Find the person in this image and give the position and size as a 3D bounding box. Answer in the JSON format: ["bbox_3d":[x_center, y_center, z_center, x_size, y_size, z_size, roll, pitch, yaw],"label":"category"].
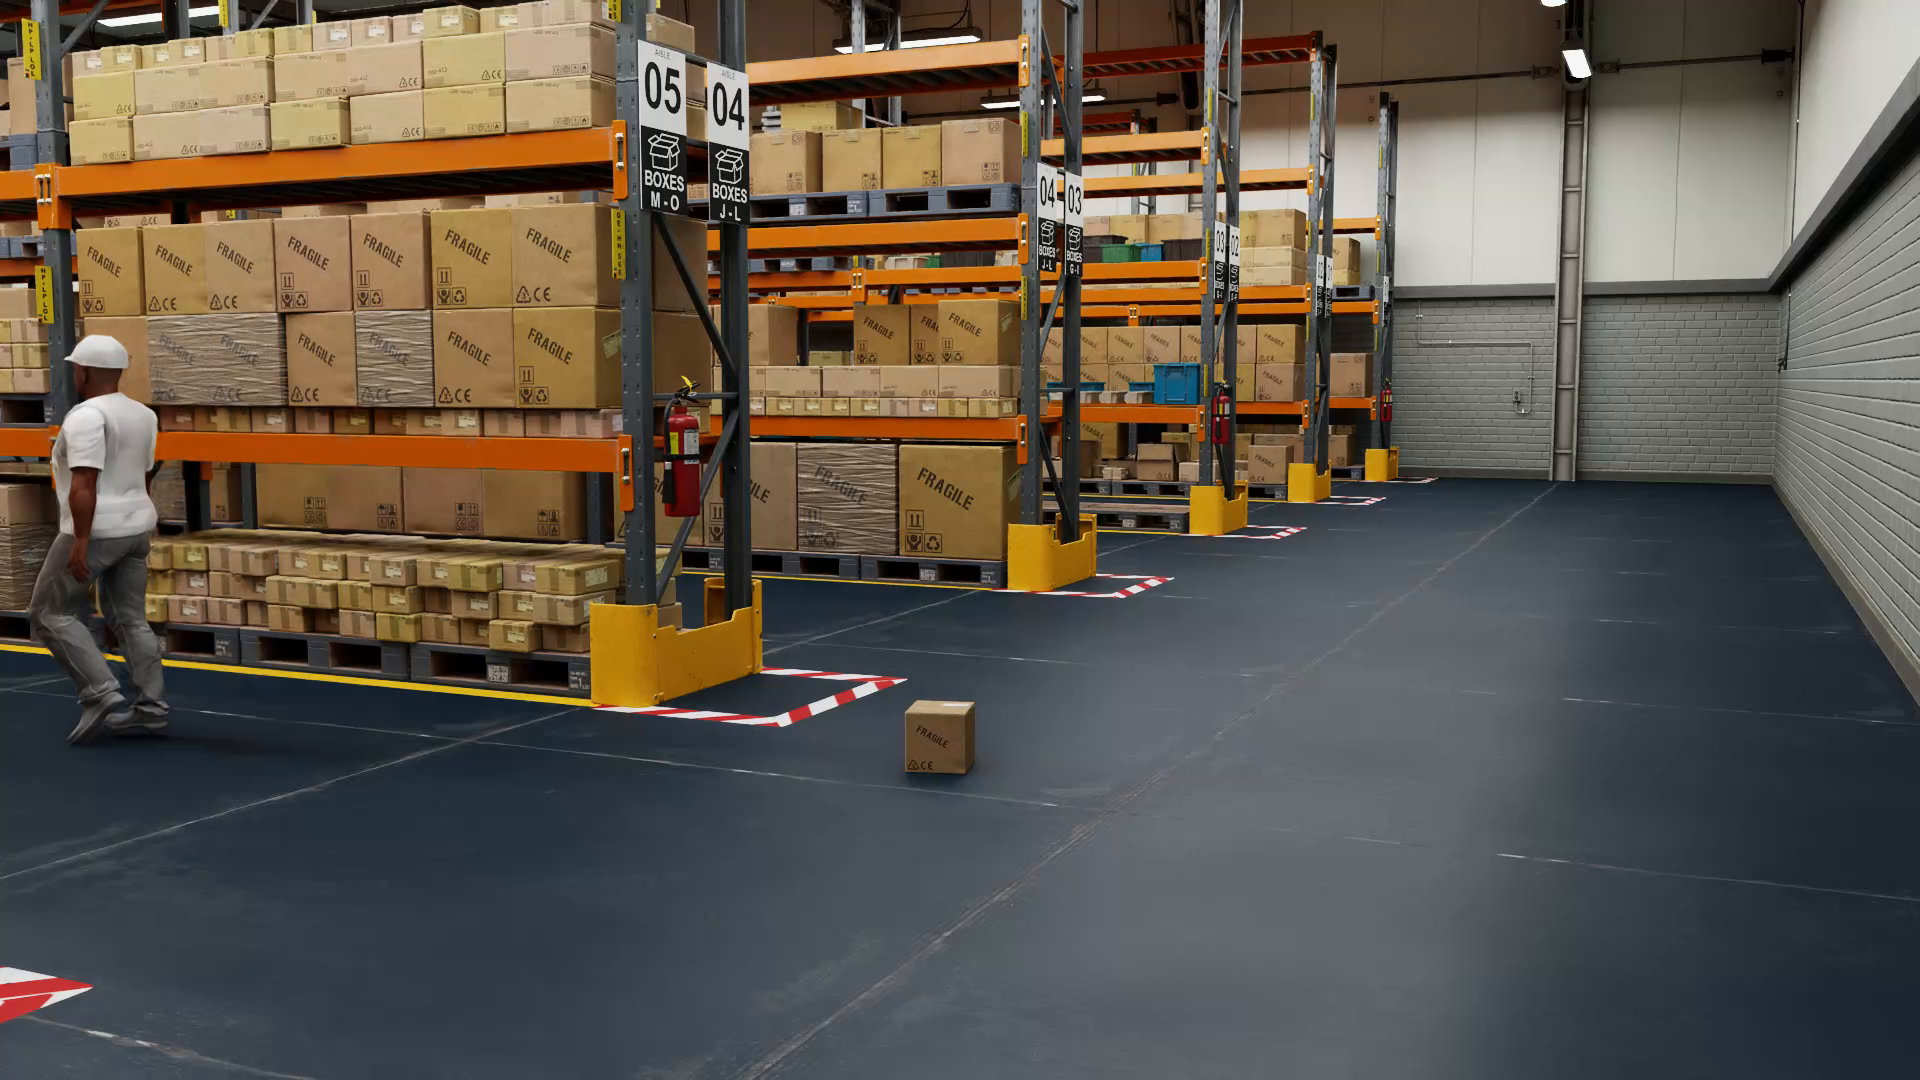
[{"bbox_3d":[-3.791,0.002,7.328,0.518,1.801,0.649,1,6,8],"label":"person"}]
